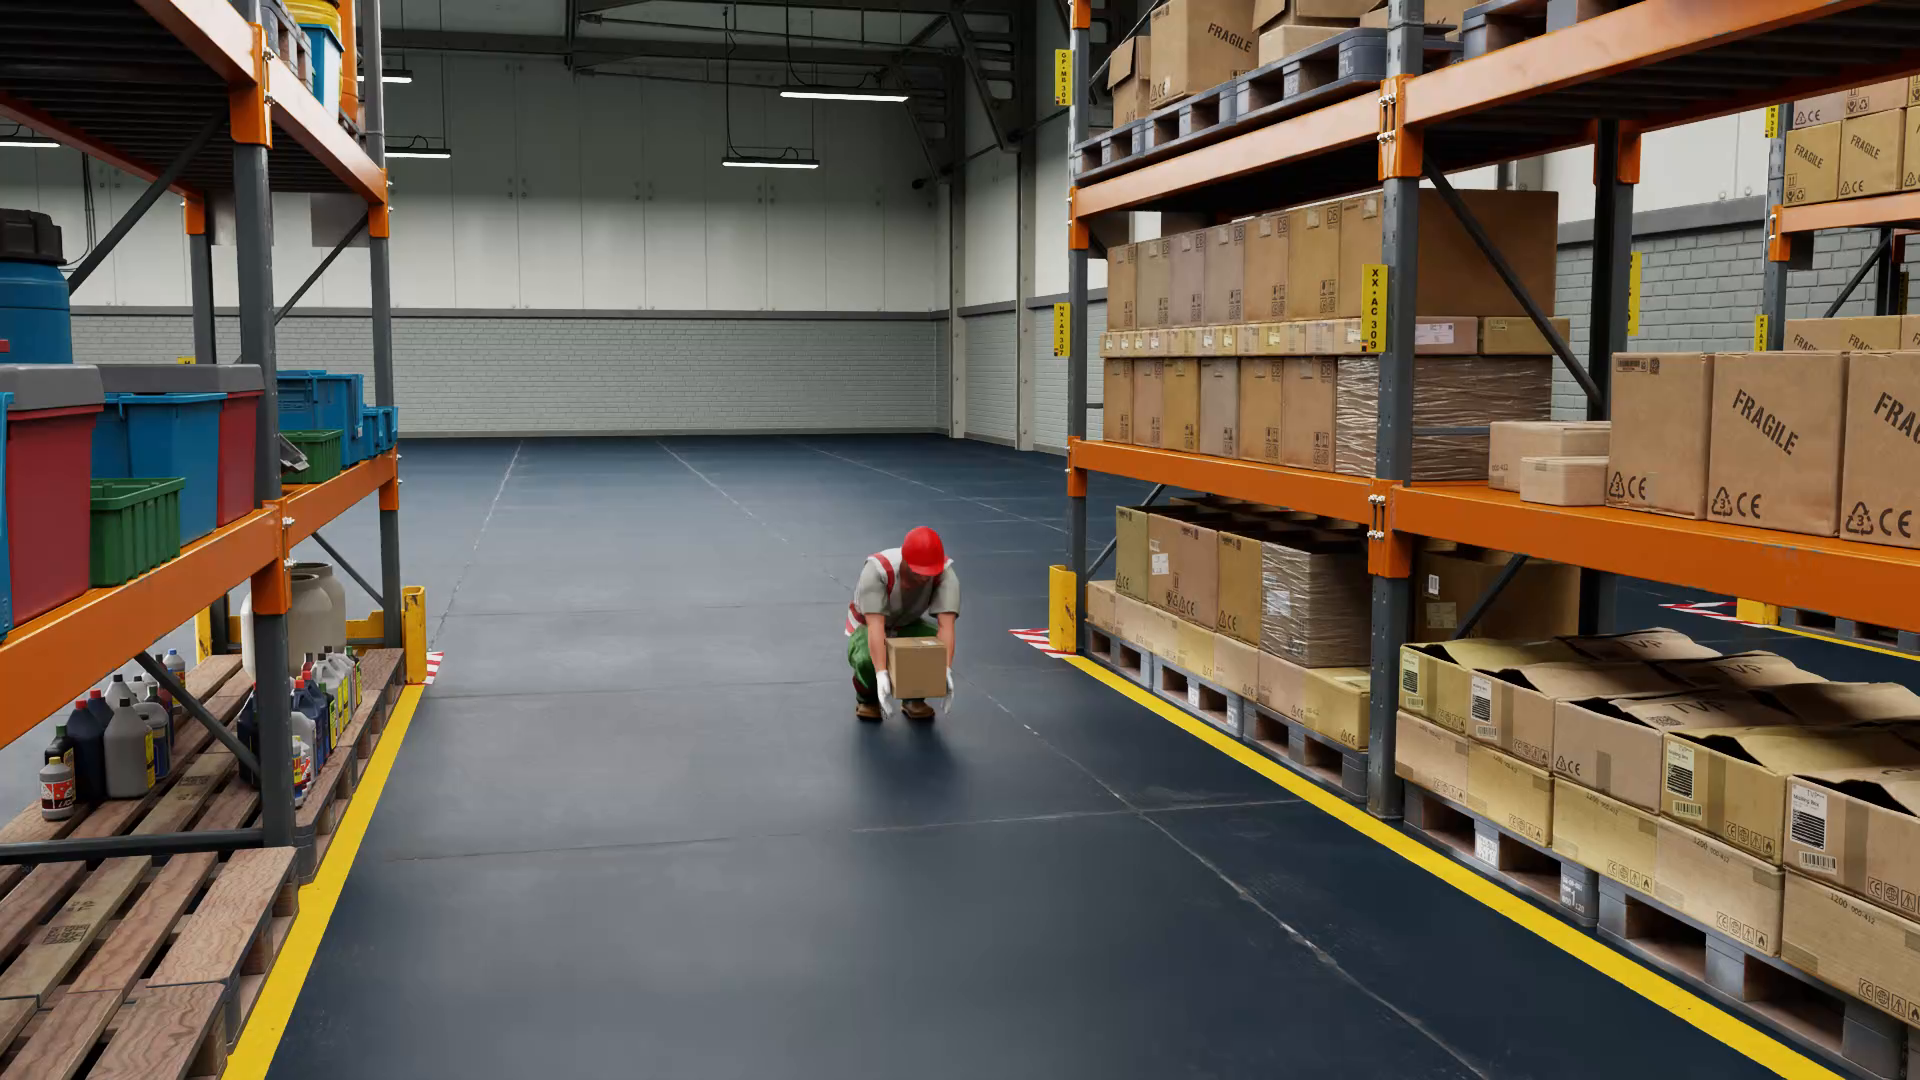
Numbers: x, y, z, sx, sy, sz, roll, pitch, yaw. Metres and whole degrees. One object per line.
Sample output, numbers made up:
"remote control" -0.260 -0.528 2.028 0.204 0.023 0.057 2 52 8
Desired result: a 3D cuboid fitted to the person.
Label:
"person" -0.283 0.408 8.232 0.553 0.998 0.885 -2 6 -14
